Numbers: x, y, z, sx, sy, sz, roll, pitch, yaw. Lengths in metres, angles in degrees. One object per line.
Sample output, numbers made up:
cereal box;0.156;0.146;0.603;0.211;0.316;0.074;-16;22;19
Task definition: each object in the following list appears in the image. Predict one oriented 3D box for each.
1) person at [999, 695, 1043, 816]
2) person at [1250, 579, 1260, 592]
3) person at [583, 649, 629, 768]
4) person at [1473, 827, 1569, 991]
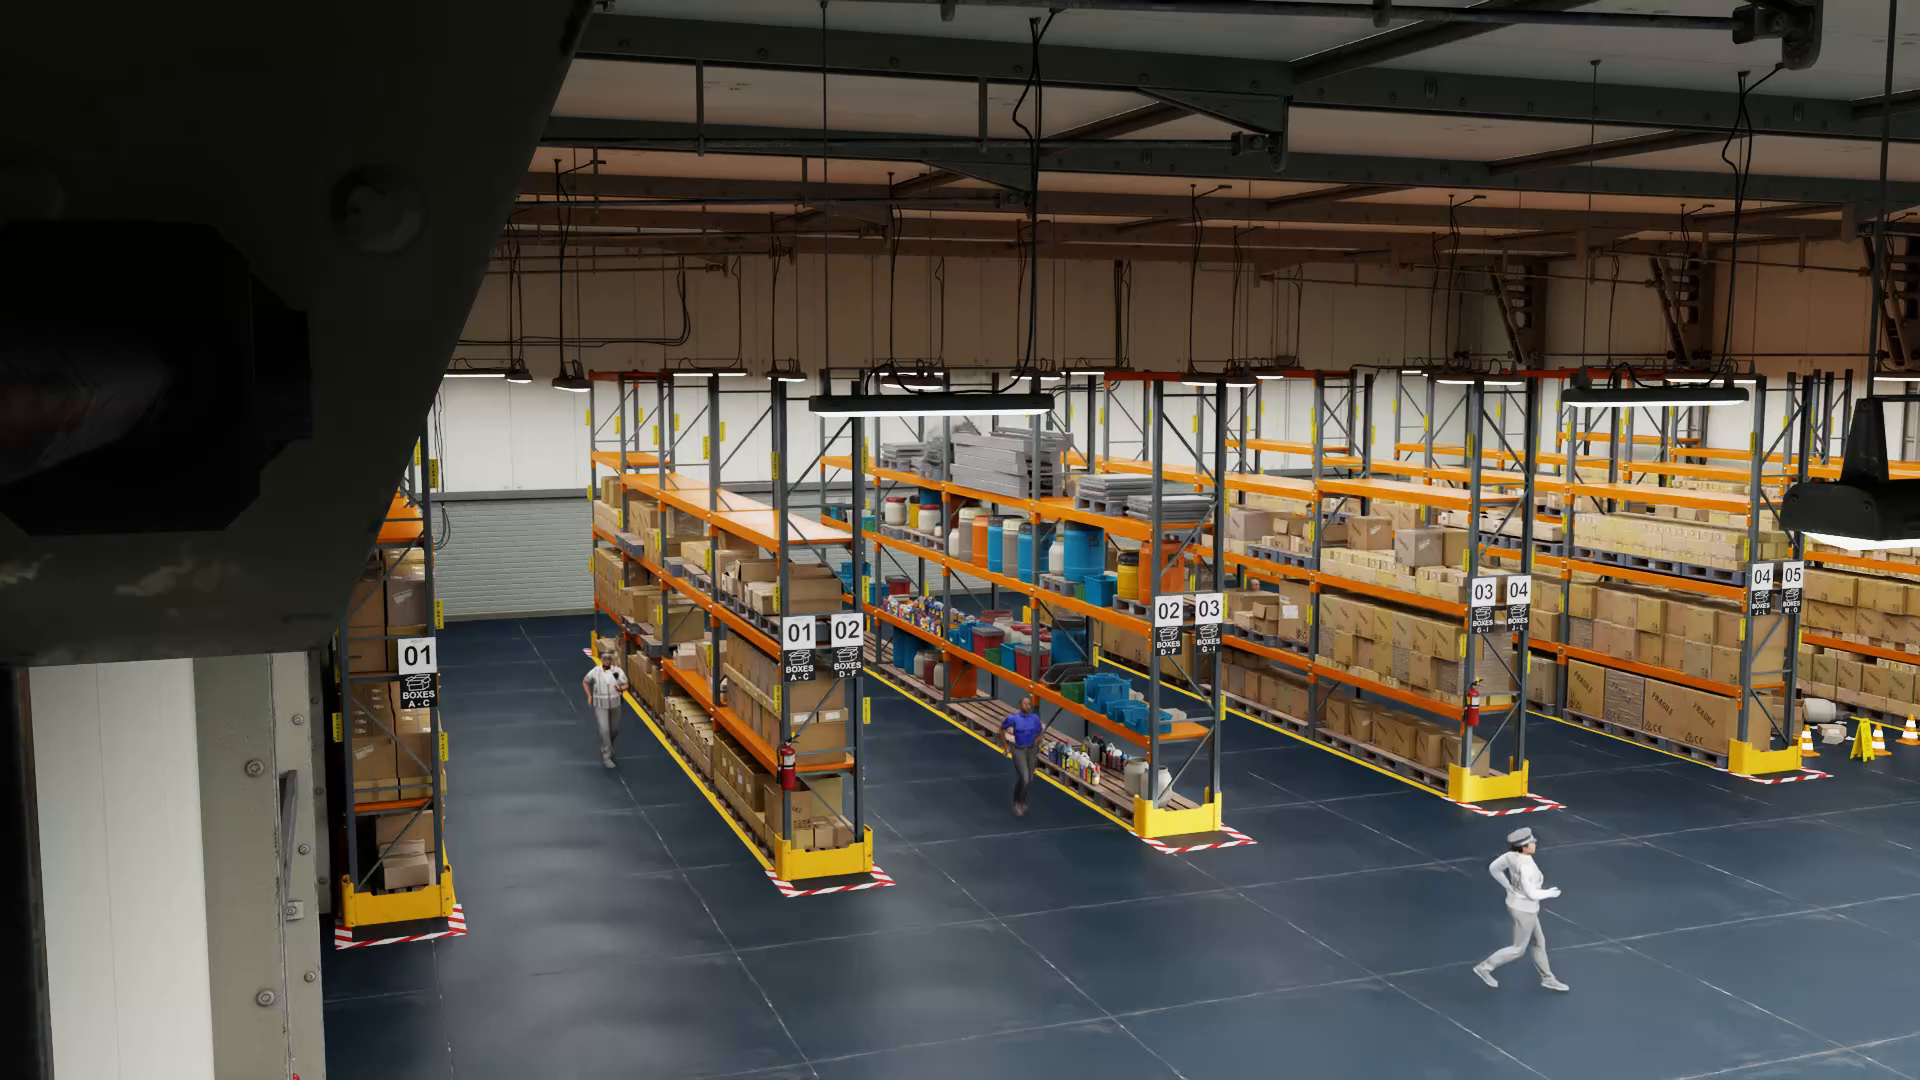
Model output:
person;0.883;2.965;22.871;0.548;1.657;0.684;-3;7;-23
person;5.941;1.708;33.605;0.670;1.846;0.829;-3;7;-28
person;-5.462;2.557;25.749;0.652;1.768;0.989;-3;7;-25
person;5.568;3.654;16.437;0.984;1.678;0.625;0;6;1
